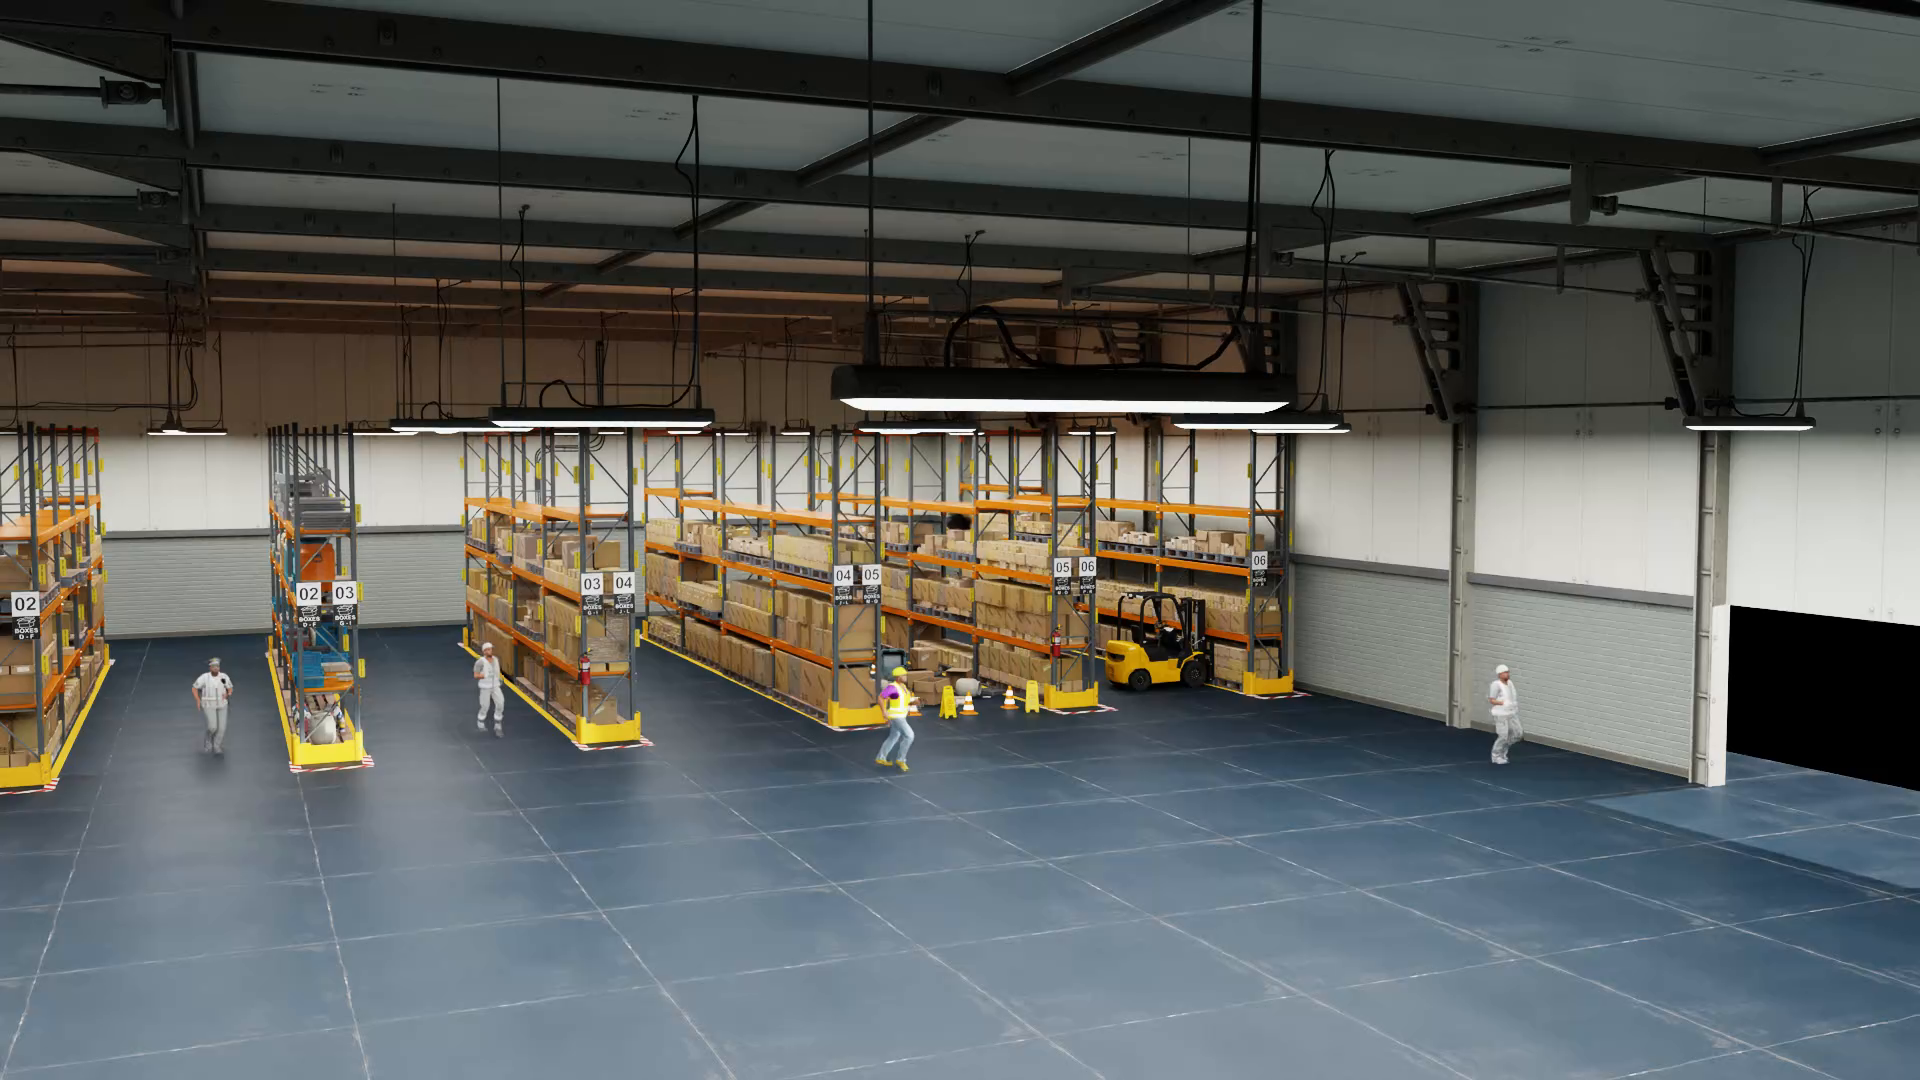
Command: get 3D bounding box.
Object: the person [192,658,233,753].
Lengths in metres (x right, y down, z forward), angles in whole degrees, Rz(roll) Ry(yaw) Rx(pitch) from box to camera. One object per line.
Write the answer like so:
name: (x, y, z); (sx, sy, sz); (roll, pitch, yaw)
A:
person: (-13.484, 3.004, 30.111); (0.646, 1.740, 0.602); (-3, 4, -38)

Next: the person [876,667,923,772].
person: (-1.058, 3.094, 28.673); (0.832, 1.815, 0.670); (1, 4, 11)

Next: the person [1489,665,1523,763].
person: (9.579, 3.058, 29.092); (0.665, 1.746, 0.614); (-2, 4, -33)

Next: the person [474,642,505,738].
person: (-9.042, 2.881, 31.925); (0.633, 1.848, 0.793); (-3, 5, -42)
